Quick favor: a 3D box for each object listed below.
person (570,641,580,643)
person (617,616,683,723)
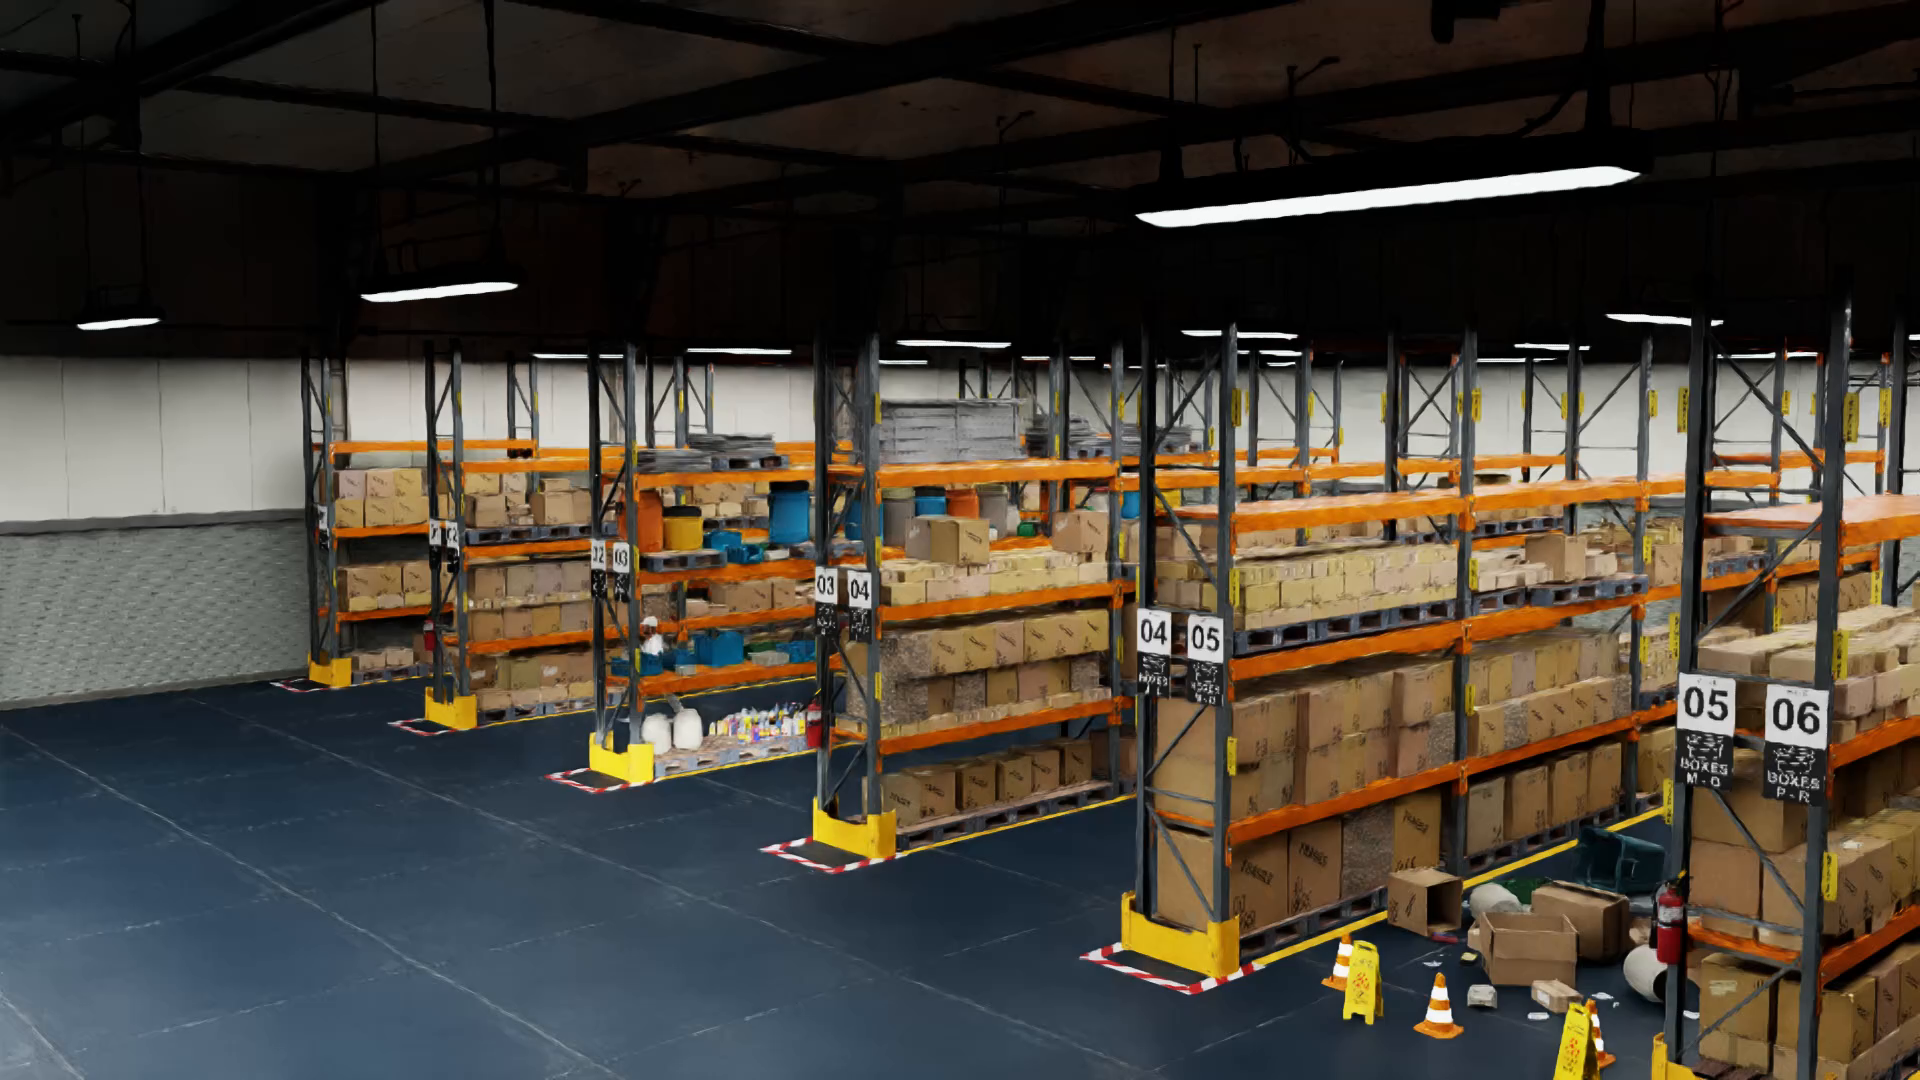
[{"bbox_3d":[-6.989,1.668,30.608,0.605,1.624,0.697,4,6,39],"label":"person"},{"bbox_3d":[-4.783,2.030,25.857,1.042,1.706,0.571,-3,6,-33],"label":"person"}]
